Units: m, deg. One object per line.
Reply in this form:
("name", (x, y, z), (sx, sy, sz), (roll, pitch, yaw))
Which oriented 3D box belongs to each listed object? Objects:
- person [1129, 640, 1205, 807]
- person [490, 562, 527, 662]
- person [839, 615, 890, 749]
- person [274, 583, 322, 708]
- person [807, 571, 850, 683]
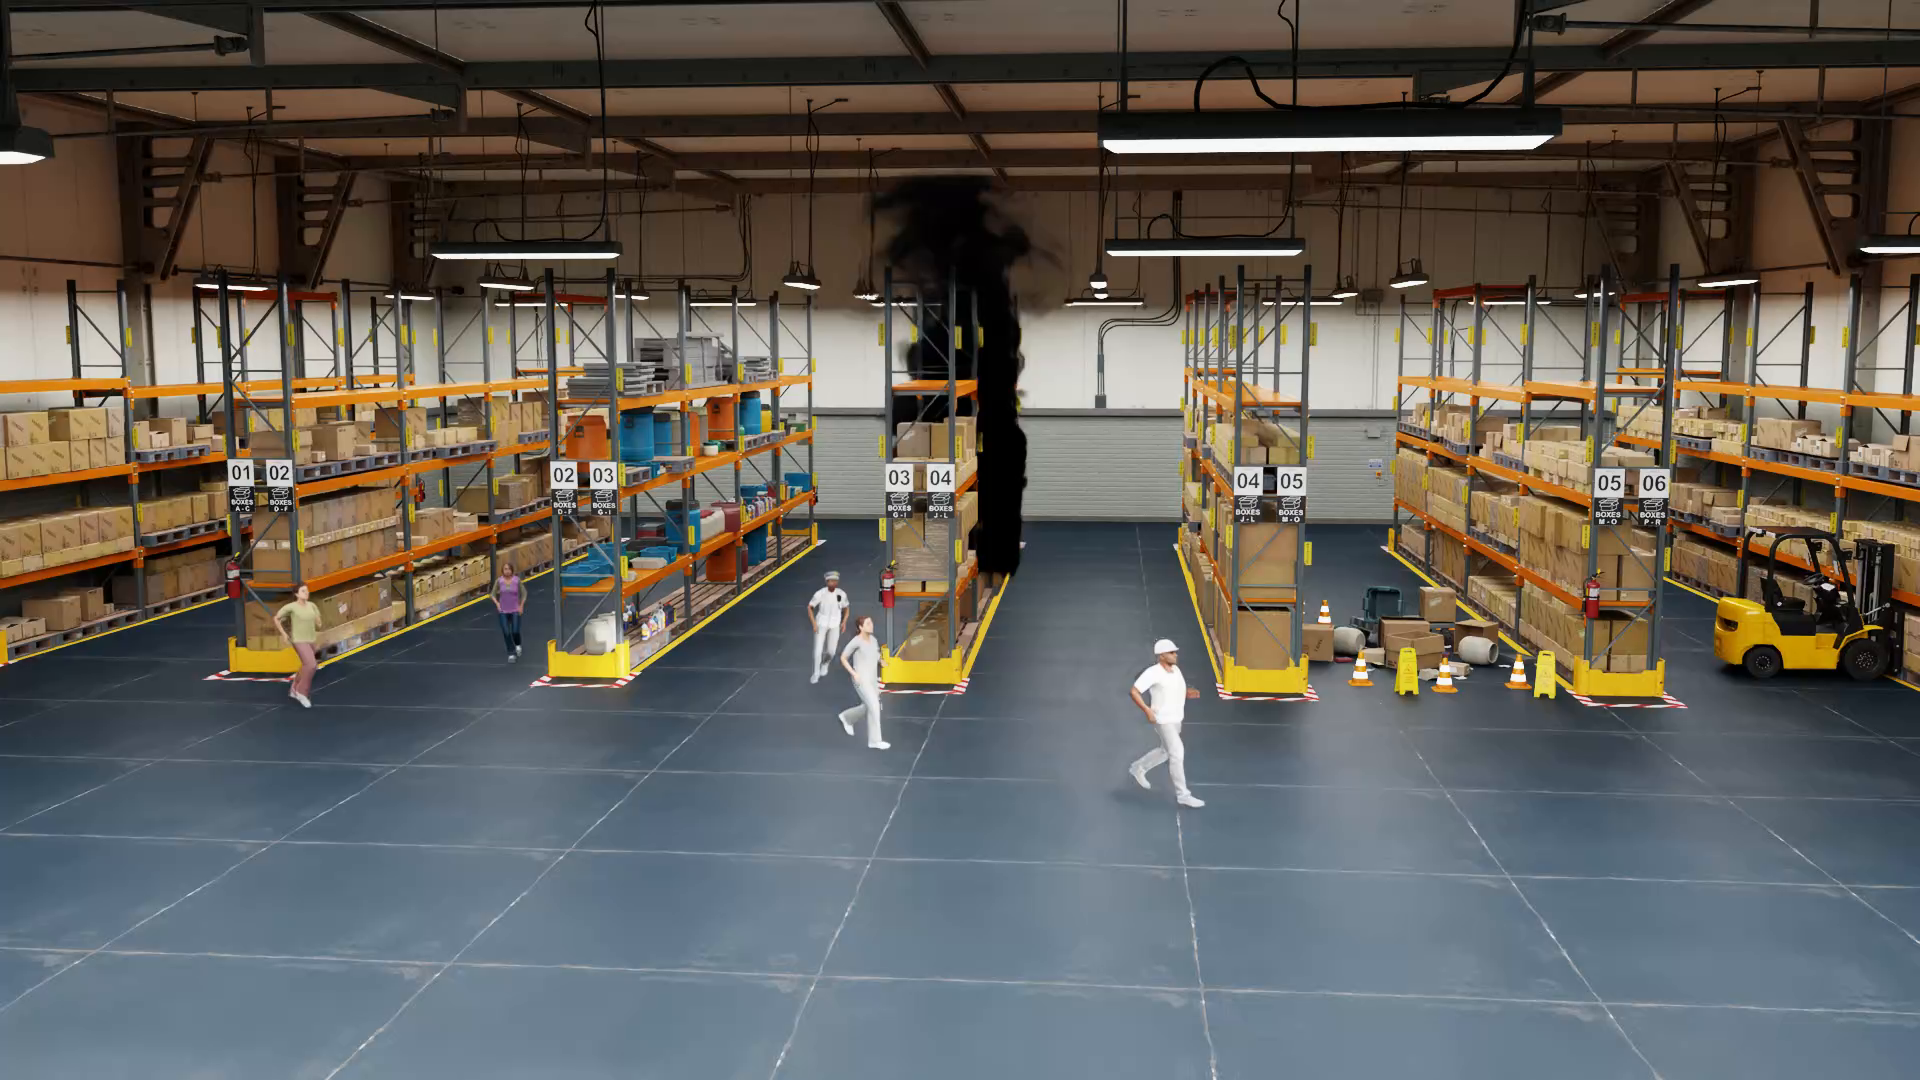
("person", (2.224, 1.936, 17.913), (0.990, 1.747, 0.706), (5, 9, 35))
("person", (-6.968, 1.118, 25.679), (0.543, 1.567, 0.530), (-1, 7, -9))
("person", (-1.201, 1.716, 20.364), (0.780, 1.639, 0.567), (5, 8, 34))
("person", (-8.956, 1.431, 22.698), (0.693, 1.683, 0.549), (4, 8, 27))
("person", (-1.903, 1.266, 24.226), (0.632, 1.640, 0.471), (-1, 7, -8))
